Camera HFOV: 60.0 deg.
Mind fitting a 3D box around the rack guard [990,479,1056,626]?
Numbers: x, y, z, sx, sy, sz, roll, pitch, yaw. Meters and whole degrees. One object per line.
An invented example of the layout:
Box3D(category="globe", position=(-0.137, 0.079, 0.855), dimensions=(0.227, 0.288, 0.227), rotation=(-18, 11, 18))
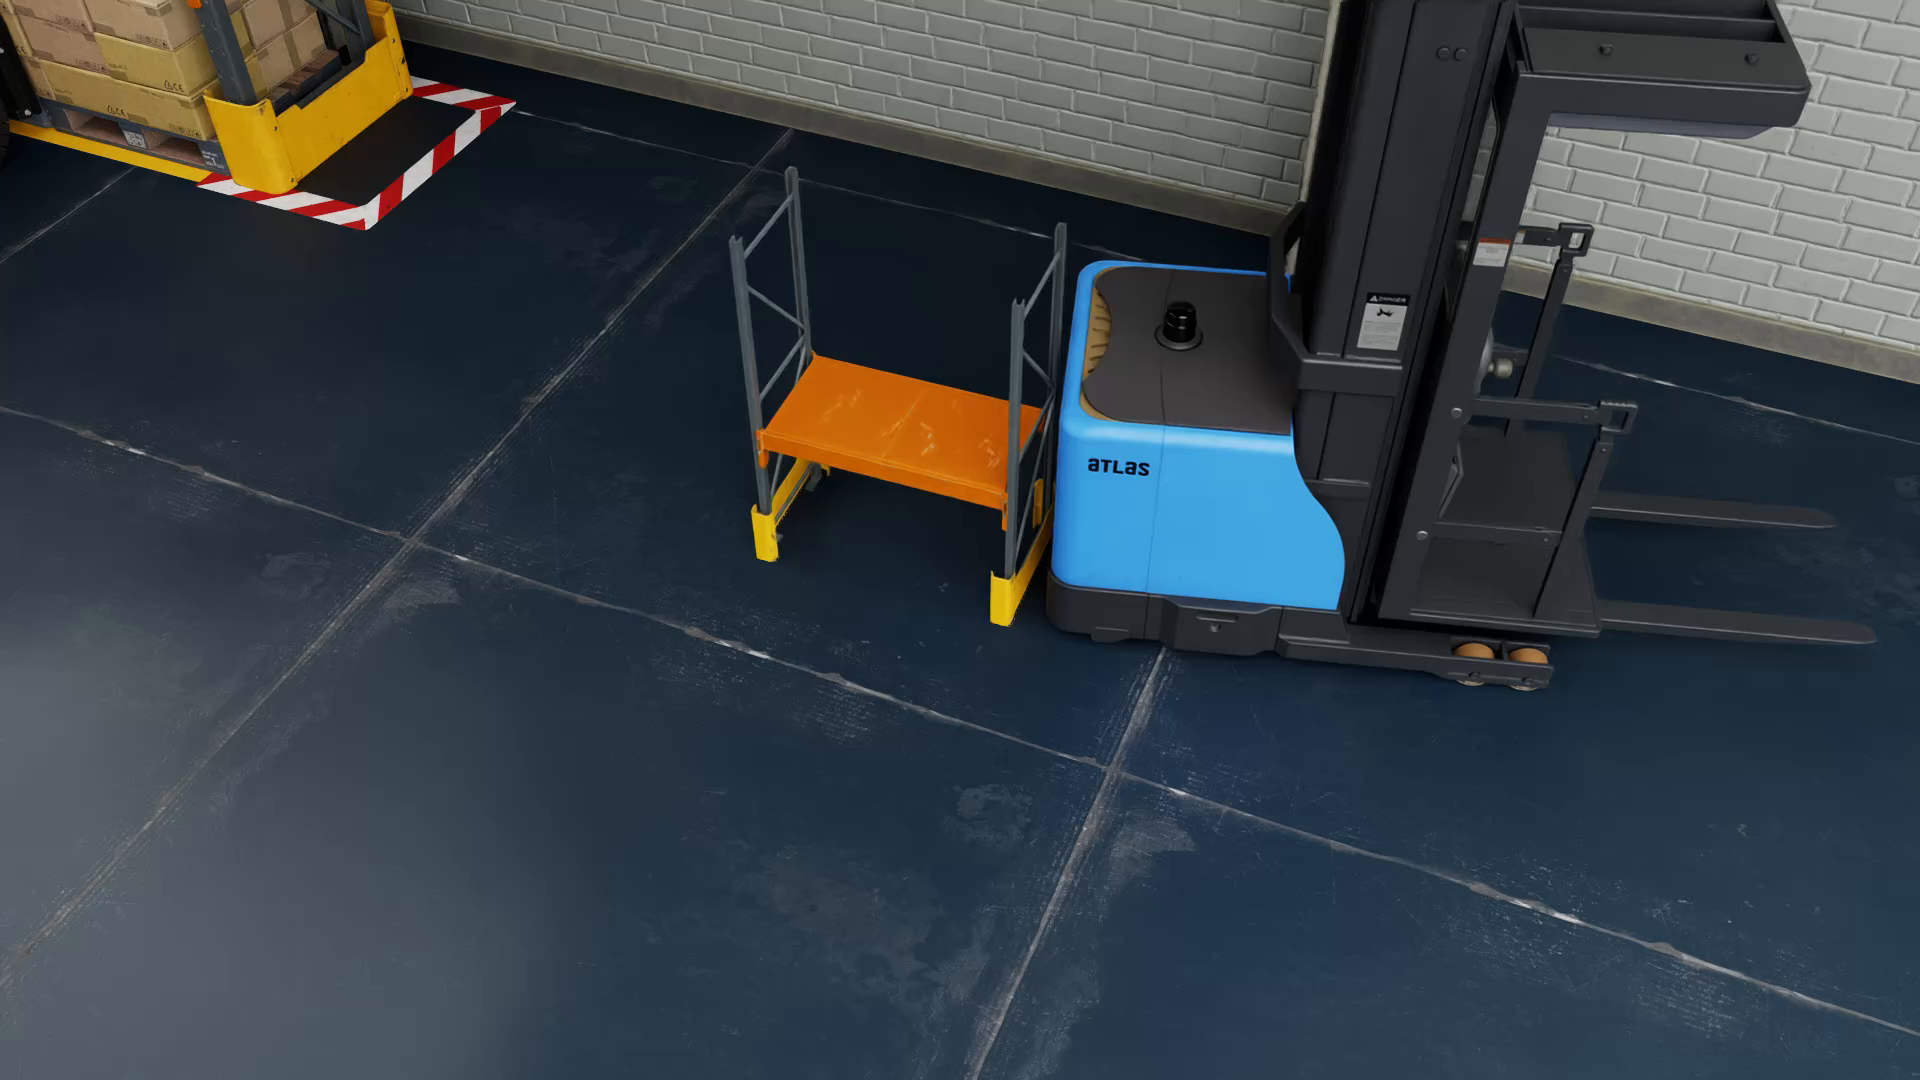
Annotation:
Box3D(category="rack guard", position=(0.250, 0.044, 6.528), dimensions=(0.087, 0.250, 0.587), rotation=(15, 47, 14))

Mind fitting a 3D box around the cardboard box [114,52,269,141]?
Box3D(category="cardboard box", position=(-3.985, -2.351, 8.638), dimensions=(0.500, 0.250, 0.500), rotation=(17, 47, 16))

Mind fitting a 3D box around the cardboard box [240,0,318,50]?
Box3D(category="cardboard box", position=(-3.783, -2.869, 8.805), dimensions=(0.500, 0.250, 0.500), rotation=(17, 47, 17))

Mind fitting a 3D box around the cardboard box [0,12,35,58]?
Box3D(category="cardboard box", position=(-4.942, -2.805, 8.740), dimensions=(0.500, 0.250, 0.500), rotation=(15, 47, 15))

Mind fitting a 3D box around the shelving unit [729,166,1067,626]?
Box3D(category="shelving unit", position=(-0.217, -0.521, 6.210), dimensions=(1.083, 1.500, 0.587), rotation=(15, 47, 14))

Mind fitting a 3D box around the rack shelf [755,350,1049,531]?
Box3D(category="rack shelf", position=(-0.208, -0.391, 6.335), dimensions=(1.000, 0.185, 0.538), rotation=(15, 47, 14))

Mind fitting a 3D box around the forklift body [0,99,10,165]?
Box3D(category="forklift body", position=(-5.882, -2.282, 7.518), dimensions=(1.214, 2.155, 2.313), rotation=(16, 47, 16))

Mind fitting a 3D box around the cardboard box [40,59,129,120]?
Box3D(category="cardboard box", position=(-4.440, -2.492, 8.780), dimensions=(0.500, 0.250, 0.500), rotation=(16, 47, 16))

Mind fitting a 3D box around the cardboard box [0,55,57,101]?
Box3D(category="cardboard box", position=(-4.898, -2.634, 8.923), dimensions=(0.500, 0.250, 0.500), rotation=(17, 47, 16))

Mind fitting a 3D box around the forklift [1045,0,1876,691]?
Box3D(category="forklift", position=(1.884, -0.880, 5.556), dimensions=(3.031, 2.935, 1.130), rotation=(5, 45, 5))

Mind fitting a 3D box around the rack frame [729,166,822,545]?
Box3D(category="rack frame", position=(-0.685, -0.644, 6.334), dimensions=(0.032, 1.500, 0.500), rotation=(15, 47, 14))

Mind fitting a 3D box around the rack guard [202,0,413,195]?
Box3D(category="rack guard", position=(-3.407, -2.363, 8.770), dimensions=(0.348, 0.500, 1.175), rotation=(16, 47, 16))

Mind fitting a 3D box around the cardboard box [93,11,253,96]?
Box3D(category="cardboard box", position=(-3.999, -2.535, 8.469), dimensions=(0.500, 0.250, 0.500), rotation=(16, 47, 15))

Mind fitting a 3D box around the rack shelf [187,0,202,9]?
Box3D(category="rack shelf", position=(-5.275, -3.543, 8.695), dimensions=(4.000, 0.370, 1.077), rotation=(16, 47, 16))

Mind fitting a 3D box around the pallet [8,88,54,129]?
Box3D(category="pallet", position=(-5.273, -2.779, 9.394), dimensions=(1.213, 0.211, 1.003), rotation=(16, 47, 16))

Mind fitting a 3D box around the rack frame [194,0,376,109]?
Box3D(category="rack frame", position=(-3.429, -3.255, 7.895), dimensions=(0.127, 3.000, 1.000), rotation=(16, 47, 16))

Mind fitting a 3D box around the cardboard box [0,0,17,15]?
Box3D(category="cardboard box", position=(-4.917, -2.971, 8.552), dimensions=(0.500, 0.250, 0.500), rotation=(17, 47, 16))

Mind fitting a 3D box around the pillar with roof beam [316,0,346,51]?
Box3D(category="pillar with roof beam", position=(-5.382, -3.355, 3.742), dimensions=(0.400, 9.000, 9.100), rotation=(16, 47, 16))

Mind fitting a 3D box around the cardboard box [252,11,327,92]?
Box3D(category="cardboard box", position=(-3.807, -2.690, 8.979), dimensions=(0.500, 0.250, 0.500), rotation=(17, 47, 16))

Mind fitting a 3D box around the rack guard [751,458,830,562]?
Box3D(category="rack guard", position=(-0.684, -0.200, 6.774), dimensions=(0.087, 0.250, 0.587), rotation=(15, 47, 14))

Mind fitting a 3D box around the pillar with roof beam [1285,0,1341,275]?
Box3D(category="pillar with roof beam", position=(0.155, -1.726, 2.105), dimensions=(0.400, 9.000, 9.100), rotation=(16, 47, 16))

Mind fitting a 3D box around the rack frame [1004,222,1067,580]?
Box3D(category="rack frame", position=(0.268, -0.394, 6.082), dimensions=(0.032, 1.500, 0.500), rotation=(15, 47, 14))

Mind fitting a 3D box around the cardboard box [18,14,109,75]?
Box3D(category="cardboard box", position=(-4.458, -2.678, 8.613), dimensions=(0.500, 0.250, 0.500), rotation=(16, 47, 15))

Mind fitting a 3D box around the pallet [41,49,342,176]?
Box3D(category="pallet", position=(-4.151, -2.447, 9.060), dimensions=(1.213, 0.211, 1.003), rotation=(16, 47, 16))

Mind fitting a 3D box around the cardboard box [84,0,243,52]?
Box3D(category="cardboard box", position=(-3.974, -2.706, 8.286), dimensions=(0.500, 0.250, 0.500), rotation=(18, 48, 17))

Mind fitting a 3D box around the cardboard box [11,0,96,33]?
Box3D(category="cardboard box", position=(-4.448, -2.841, 8.421), dimensions=(0.500, 0.250, 0.500), rotation=(17, 47, 17))

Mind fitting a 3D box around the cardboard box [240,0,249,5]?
Box3D(category="cardboard box", position=(-3.800, -3.038, 8.619), dimensions=(0.500, 0.250, 0.500), rotation=(16, 47, 15))
